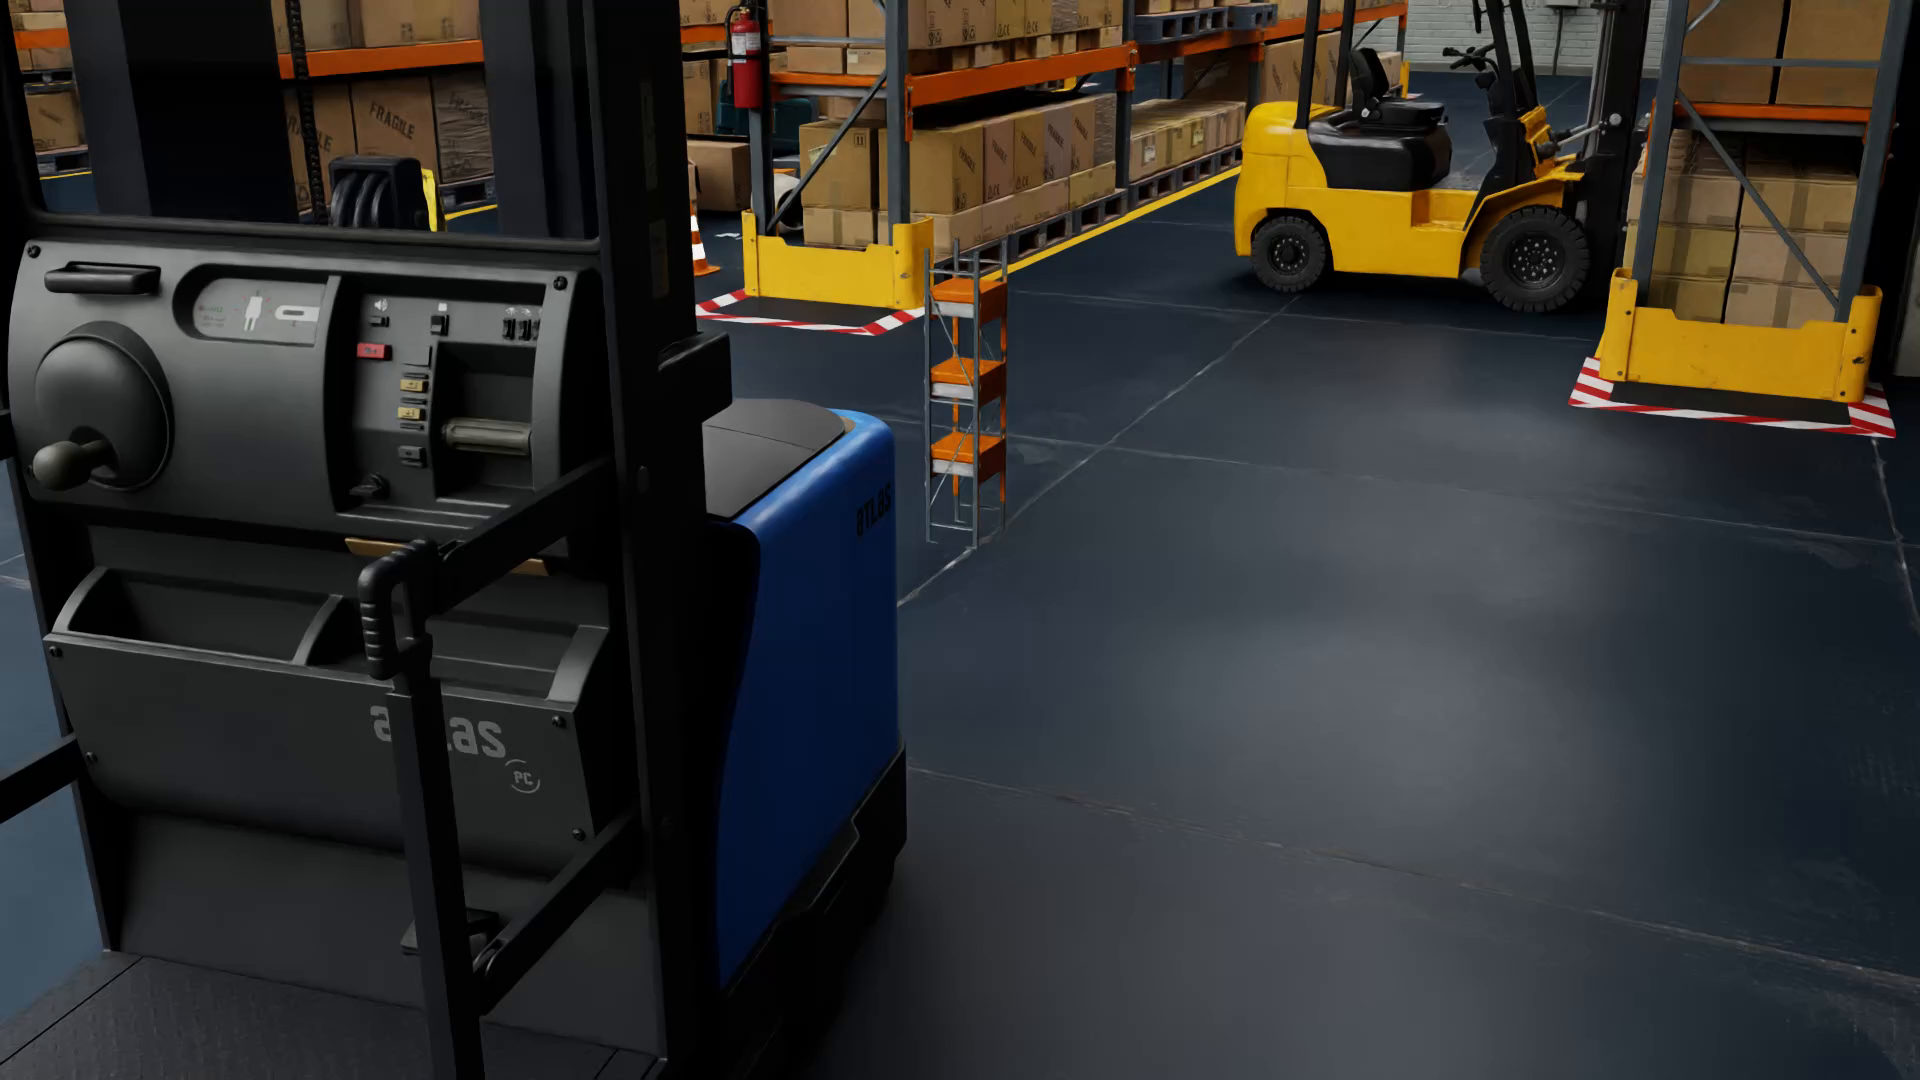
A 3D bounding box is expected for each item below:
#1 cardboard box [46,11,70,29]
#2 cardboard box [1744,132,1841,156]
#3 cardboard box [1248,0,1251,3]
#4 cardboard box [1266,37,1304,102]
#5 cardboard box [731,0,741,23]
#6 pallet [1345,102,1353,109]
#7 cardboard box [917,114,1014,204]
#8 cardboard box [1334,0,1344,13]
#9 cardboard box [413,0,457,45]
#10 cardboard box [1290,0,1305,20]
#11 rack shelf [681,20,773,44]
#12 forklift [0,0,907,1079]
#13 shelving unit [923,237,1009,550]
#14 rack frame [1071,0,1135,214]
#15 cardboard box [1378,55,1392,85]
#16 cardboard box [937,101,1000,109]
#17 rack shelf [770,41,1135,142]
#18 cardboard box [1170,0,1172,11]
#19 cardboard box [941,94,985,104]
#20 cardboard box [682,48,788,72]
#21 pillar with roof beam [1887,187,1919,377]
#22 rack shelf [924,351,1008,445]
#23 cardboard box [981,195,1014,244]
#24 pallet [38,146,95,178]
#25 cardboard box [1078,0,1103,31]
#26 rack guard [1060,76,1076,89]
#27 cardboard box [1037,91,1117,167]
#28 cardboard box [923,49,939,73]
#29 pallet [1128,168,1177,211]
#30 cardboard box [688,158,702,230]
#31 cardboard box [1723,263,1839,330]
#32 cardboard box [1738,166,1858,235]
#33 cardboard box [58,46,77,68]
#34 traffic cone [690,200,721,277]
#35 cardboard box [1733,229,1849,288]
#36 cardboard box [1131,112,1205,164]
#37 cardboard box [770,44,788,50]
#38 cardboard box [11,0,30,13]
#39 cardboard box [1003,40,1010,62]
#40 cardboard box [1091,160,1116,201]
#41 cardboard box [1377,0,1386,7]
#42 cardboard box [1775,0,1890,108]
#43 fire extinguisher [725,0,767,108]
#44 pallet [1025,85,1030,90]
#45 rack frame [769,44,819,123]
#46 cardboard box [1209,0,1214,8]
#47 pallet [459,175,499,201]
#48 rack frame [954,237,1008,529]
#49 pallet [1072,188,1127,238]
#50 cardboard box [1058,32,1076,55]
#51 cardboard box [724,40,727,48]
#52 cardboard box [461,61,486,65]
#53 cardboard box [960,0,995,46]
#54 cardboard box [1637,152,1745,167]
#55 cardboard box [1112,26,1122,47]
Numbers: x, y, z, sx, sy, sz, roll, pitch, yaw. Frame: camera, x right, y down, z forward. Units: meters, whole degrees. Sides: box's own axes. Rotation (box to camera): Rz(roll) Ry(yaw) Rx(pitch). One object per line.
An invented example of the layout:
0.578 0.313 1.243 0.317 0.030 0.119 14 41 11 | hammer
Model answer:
-8.551 -4.850 15.503 0.380 0.149 0.250 9 21 23 | cardboard box
4.959 -2.296 9.934 0.500 0.250 0.500 9 21 23 | cardboard box
2.542 -5.167 15.770 0.380 0.149 0.250 9 21 24 | cardboard box
3.233 -4.981 18.042 0.875 0.875 0.875 9 21 23 | cardboard box
-2.402 -5.528 16.887 0.500 0.500 0.500 8 21 22 | cardboard box
4.526 -5.443 20.959 1.003 0.211 1.213 9 21 23 | pallet
0.031 -2.499 10.876 0.500 0.500 0.500 8 21 21 | cardboard box
4.190 -6.293 19.410 0.500 0.250 0.500 8 21 21 | cardboard box
-4.489 -4.198 13.073 0.875 0.550 0.500 9 21 23 | cardboard box
3.350 -5.676 17.675 0.500 0.250 0.500 9 22 24 | cardboard box
-2.871 -5.010 16.654 1.077 0.370 4.000 9 21 23 | rack shelf
-1.030 -0.214 2.198 1.130 2.935 3.031 6 20 16 | forklift
0.022 -0.511 5.839 0.215 1.050 0.252 9 21 23 | shelving unit
0.867 -4.089 12.991 1.000 3.000 0.127 9 21 23 | rack frame
5.235 -6.252 22.269 0.875 0.438 0.875 9 22 24 | cardboard box
-0.043 -2.878 11.943 0.500 0.500 0.500 10 22 26 | cardboard box
0.048 -3.139 11.393 1.077 0.370 4.000 9 21 23 | rack shelf
1.538 -4.467 13.801 0.380 0.149 0.250 10 22 26 | cardboard box
-0.043 -3.237 11.985 0.380 0.149 0.250 10 22 26 | cardboard box
-2.383 -4.925 18.070 1.050 0.750 0.750 8 21 22 | cardboard box
0.939 -5.693 8.548 9.100 9.000 0.400 9 21 23 | pillar with roof beam
0.022 -0.501 5.842 0.215 0.259 0.240 9 21 23 | rack shelf
0.028 -2.133 10.966 0.500 0.250 0.500 9 22 25 | cardboard box
-8.915 -3.551 15.639 1.003 0.211 1.213 9 21 23 | pallet
0.708 -3.948 12.002 0.500 0.500 0.500 9 22 25 | cardboard box
1.193 -7.205 25.483 1.175 0.500 0.348 9 21 23 | rack guard
0.870 -3.127 12.644 0.500 0.500 0.500 8 21 22 | cardboard box
-0.352 -2.903 10.030 0.380 0.149 0.250 9 21 24 | cardboard box
1.185 -3.014 14.128 1.003 0.211 1.213 9 21 23 | pallet
-2.361 -2.575 12.458 0.797 0.503 0.637 -5 20 -15 | cardboard box
4.139 -1.212 8.378 0.500 0.250 0.500 9 21 23 | cardboard box
4.129 -1.681 8.204 0.500 0.250 0.500 8 21 22 | cardboard box
-14.290 -7.791 26.475 0.500 0.500 0.500 9 21 23 | cardboard box
-1.771 -1.980 10.845 0.336 0.463 0.334 9 21 23 | traffic cone
4.141 -1.440 8.272 0.500 0.250 0.500 9 21 24 | cardboard box
1.654 -3.643 15.031 0.950 0.372 0.625 9 22 24 | cardboard box
-2.011 -5.579 19.164 0.500 0.250 0.500 8 21 21 | cardboard box
-9.006 -5.046 15.087 0.875 0.500 0.500 9 21 23 | cardboard box
0.105 -3.217 10.913 0.380 0.149 0.250 9 22 25 | cardboard box
0.870 -2.774 12.770 0.500 0.250 0.500 10 22 25 | cardboard box
5.205 -7.152 21.452 0.500 0.500 0.500 9 22 24 | cardboard box
4.216 -2.347 7.943 0.500 0.500 0.500 9 22 24 | cardboard box
-1.238 -2.859 9.645 0.296 0.674 0.183 9 21 23 | fire extinguisher
0.327 -6.454 23.801 1.003 0.211 1.213 9 21 23 | pallet
-2.052 -5.961 18.253 1.000 3.000 0.127 9 21 23 | rack frame
2.024 -4.775 14.666 0.380 0.149 0.250 8 21 21 | cardboard box
-4.073 -3.202 14.658 1.003 0.211 1.213 9 21 23 | pallet
0.072 -0.548 5.944 0.200 1.050 0.008 9 21 23 | rack frame
0.625 -2.566 12.868 1.003 0.211 1.213 9 21 23 | pallet
0.601 -3.520 11.765 0.380 0.149 0.250 8 21 22 | cardboard box
-3.821 -7.830 26.052 0.875 0.875 0.875 9 21 23 | cardboard box
-4.011 -3.752 14.586 0.875 0.875 0.875 9 21 24 | cardboard box
-0.114 -3.319 10.233 0.500 0.500 0.500 9 22 24 | cardboard box
3.867 -1.901 8.821 0.500 0.250 0.500 9 21 24 | cardboard box
1.014 -3.831 12.640 0.380 0.149 0.250 8 21 22 | cardboard box
